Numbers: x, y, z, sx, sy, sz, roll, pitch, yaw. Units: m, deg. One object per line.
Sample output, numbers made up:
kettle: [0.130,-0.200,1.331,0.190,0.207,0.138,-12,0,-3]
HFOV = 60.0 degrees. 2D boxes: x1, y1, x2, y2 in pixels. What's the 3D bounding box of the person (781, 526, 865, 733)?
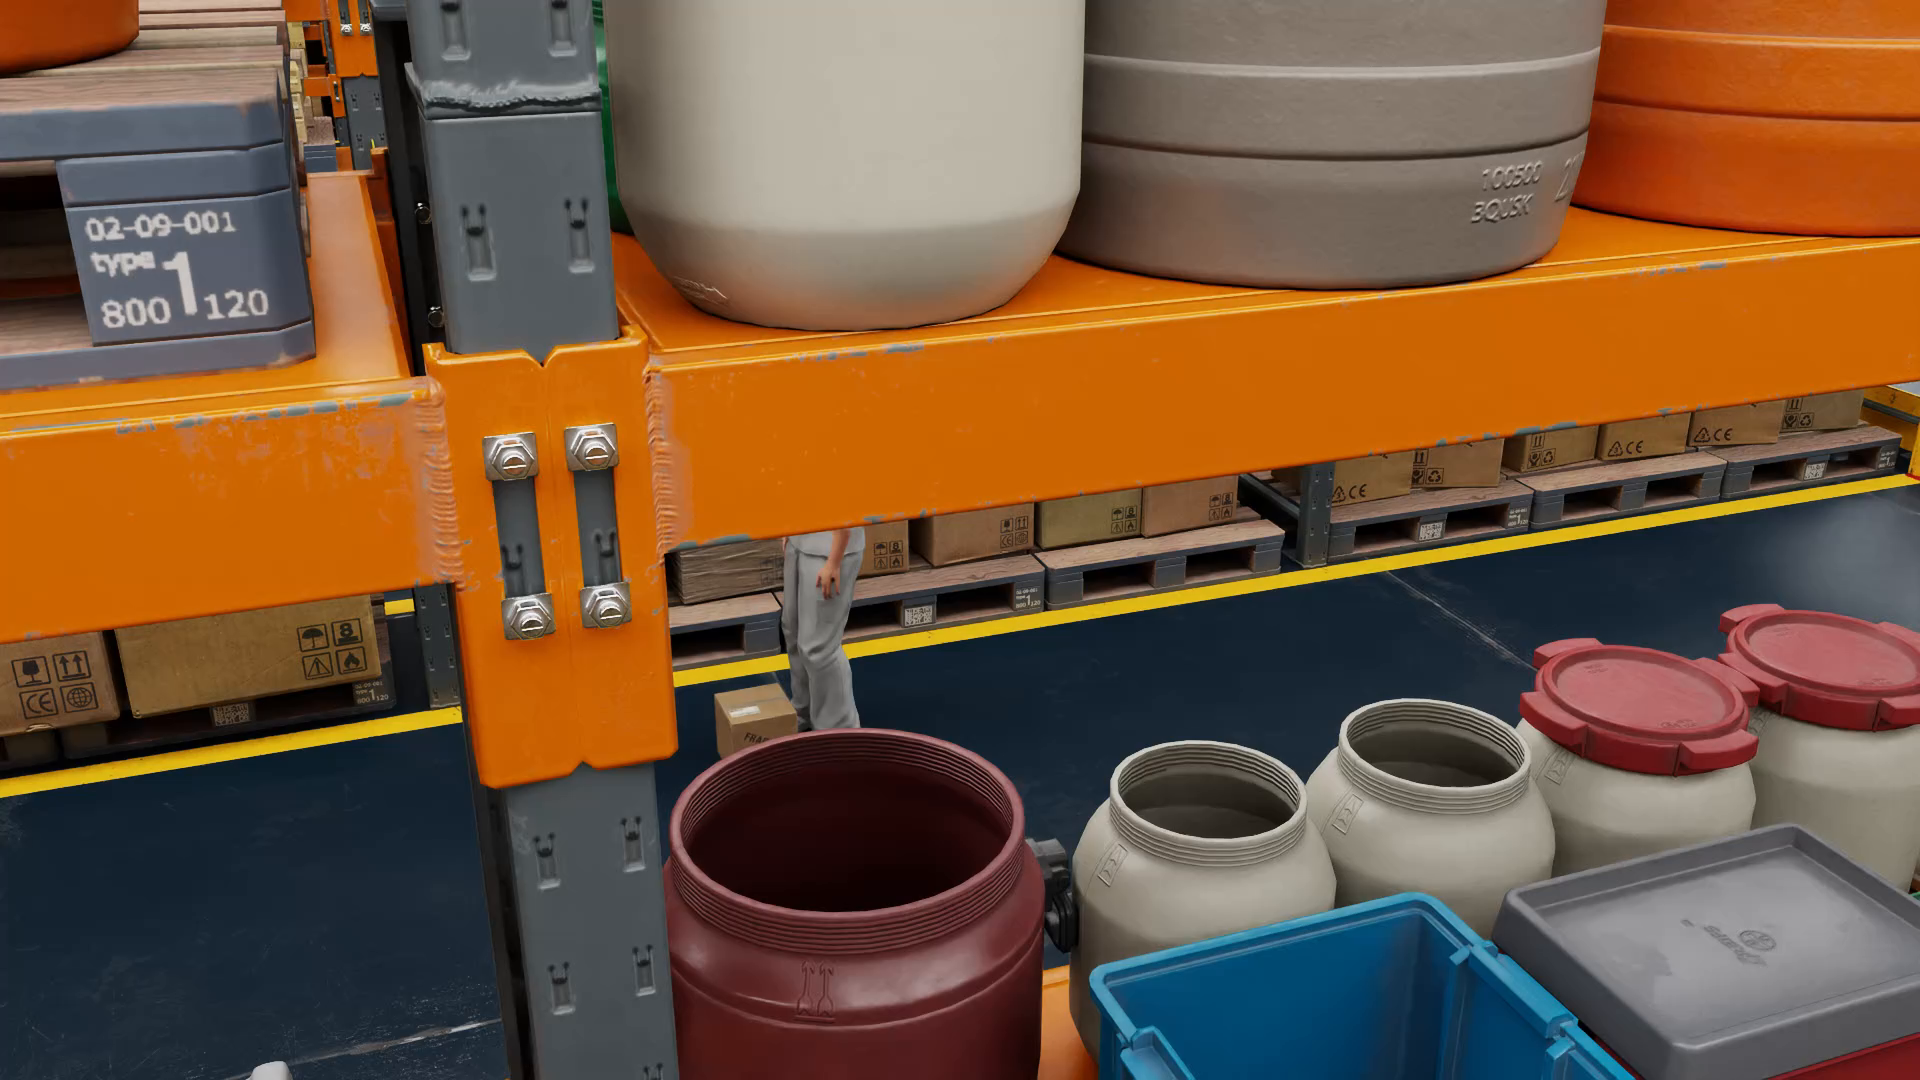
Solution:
person: [-0.530,0.025,6.036,0.362,1.671,0.498,-9,24,-21]
